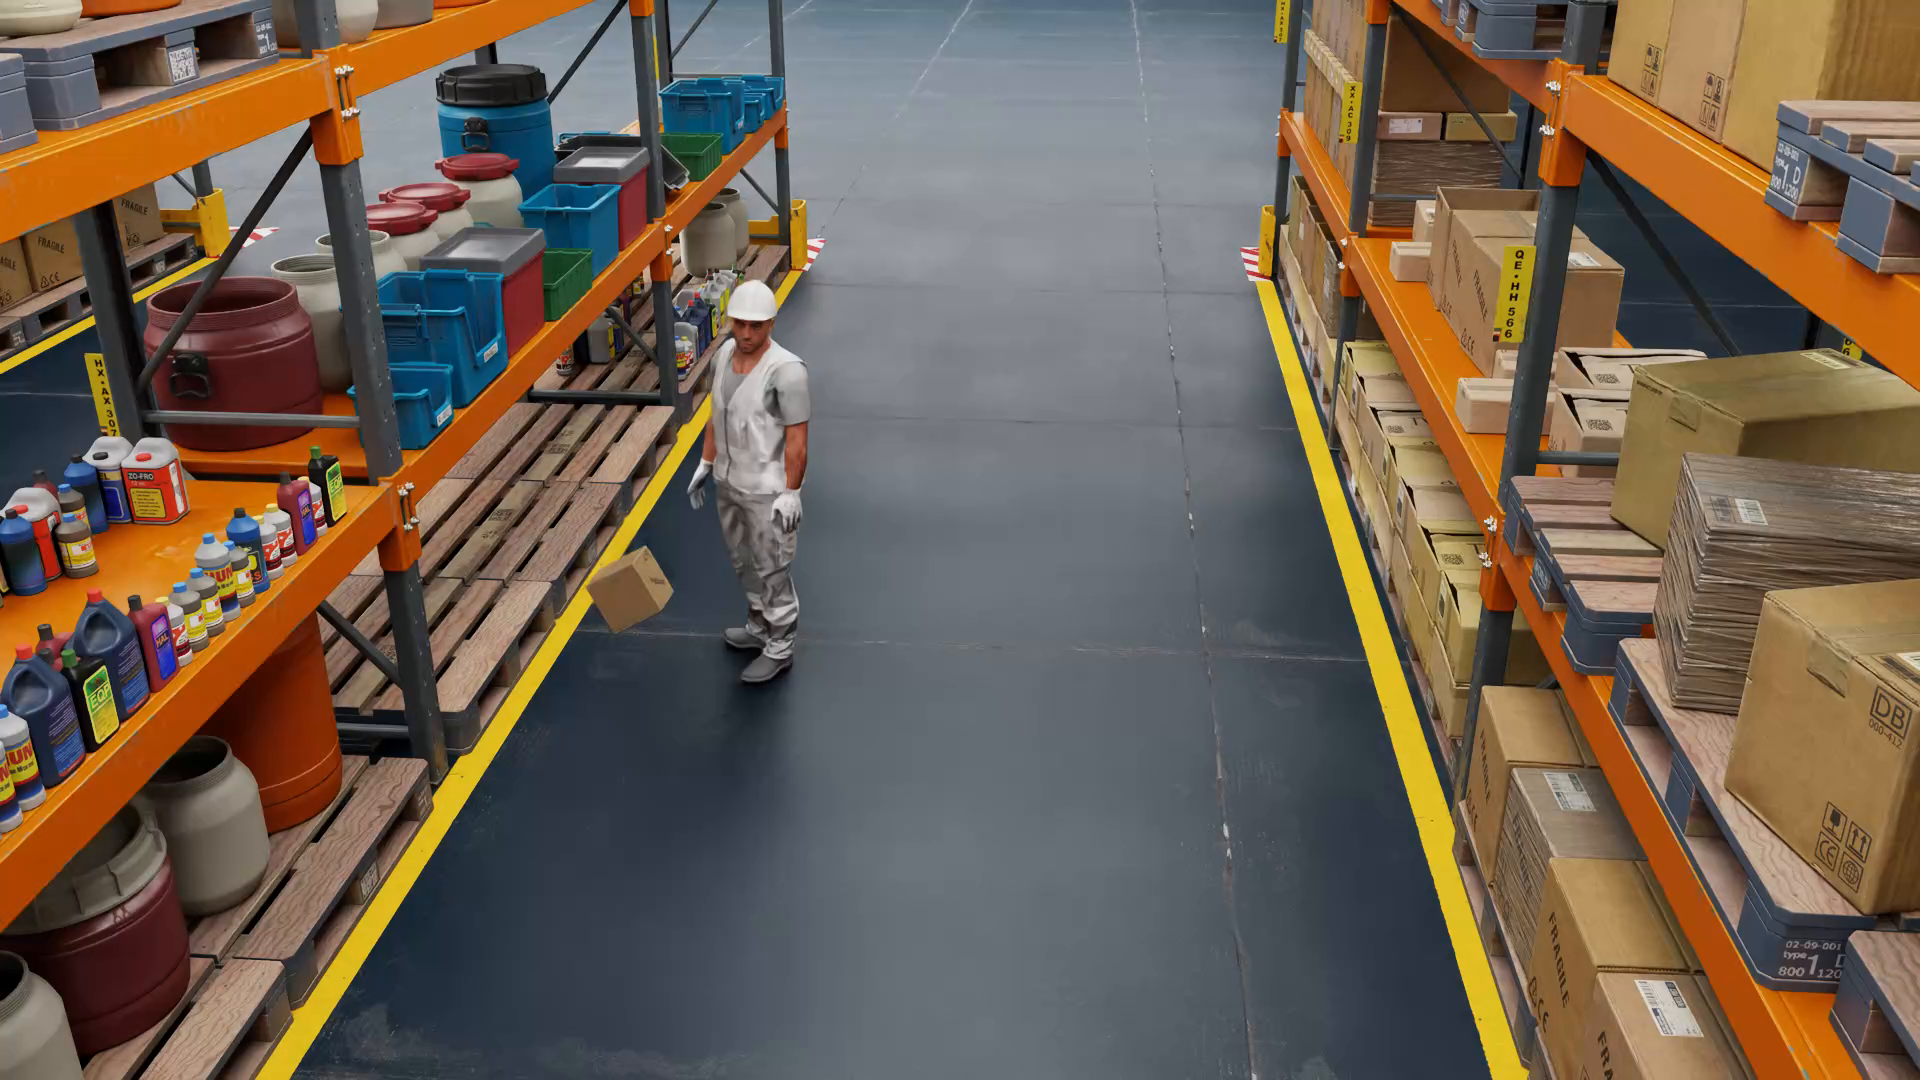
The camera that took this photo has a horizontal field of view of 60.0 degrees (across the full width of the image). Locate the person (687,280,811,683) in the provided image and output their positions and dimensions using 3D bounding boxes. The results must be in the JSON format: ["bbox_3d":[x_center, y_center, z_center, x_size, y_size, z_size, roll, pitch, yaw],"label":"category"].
[{"bbox_3d":[-0.903,-0.245,7.072,0.403,1.788,0.649,-22,32,-39],"label":"person"}]
